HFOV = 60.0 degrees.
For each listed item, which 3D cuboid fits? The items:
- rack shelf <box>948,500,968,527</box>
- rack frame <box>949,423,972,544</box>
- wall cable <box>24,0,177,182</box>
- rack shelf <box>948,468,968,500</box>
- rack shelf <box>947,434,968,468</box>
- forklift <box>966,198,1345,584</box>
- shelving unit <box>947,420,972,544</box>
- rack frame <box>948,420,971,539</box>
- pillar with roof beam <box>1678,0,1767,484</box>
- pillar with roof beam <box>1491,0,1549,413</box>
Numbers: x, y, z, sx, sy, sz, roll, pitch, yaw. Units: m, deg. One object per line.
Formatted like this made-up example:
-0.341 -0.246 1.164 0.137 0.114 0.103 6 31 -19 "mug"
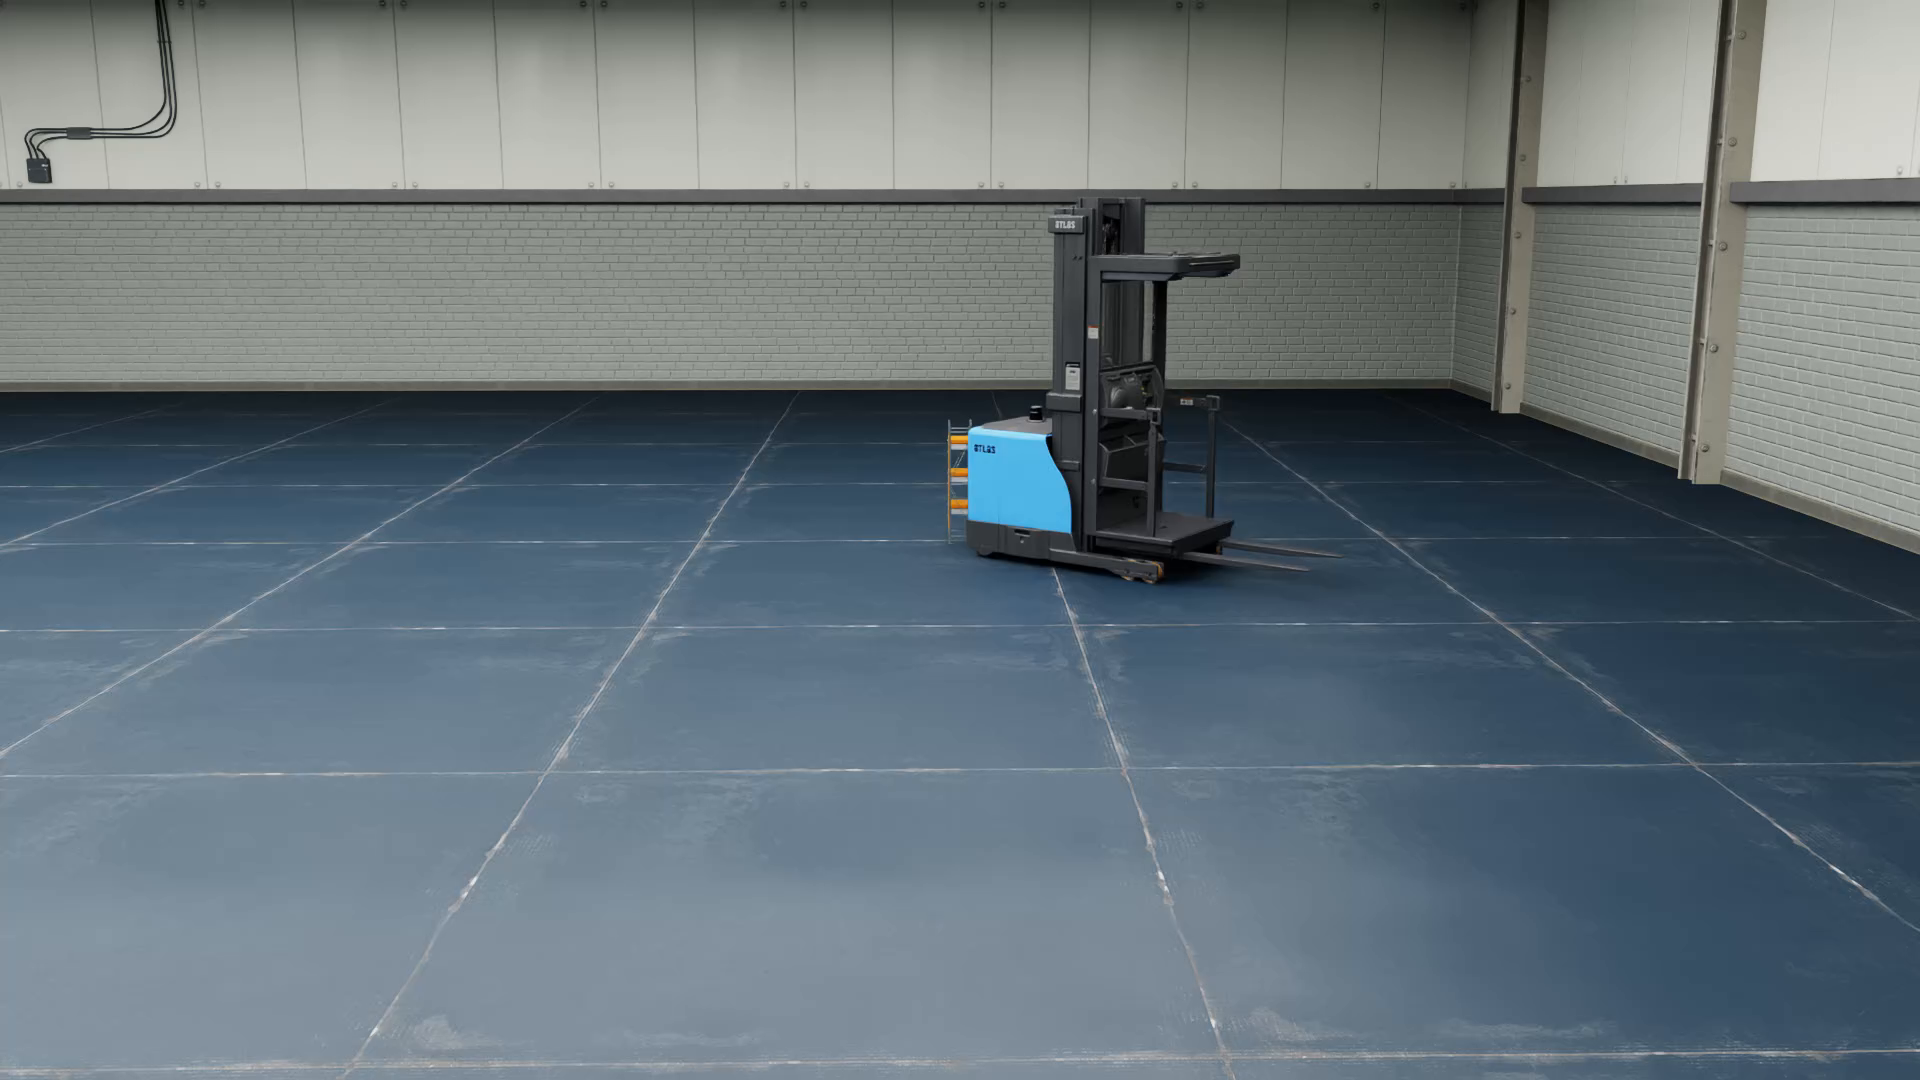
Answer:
0.001 -0.221 14.460 0.215 0.259 0.240 0 11 -1 "rack shelf"
0.004 -0.480 14.283 0.200 1.050 0.008 0 11 -1 "rack frame"
-13.011 -8.393 24.744 2.305 6.003 0.169 0 11 -1 "wall cable"
0.001 -0.494 14.404 0.215 0.259 0.240 0 11 -1 "rack shelf"
0.001 -0.772 14.348 0.215 0.259 0.240 0 11 -1 "rack shelf"
1.548 -1.218 13.193 3.031 2.935 1.130 8 14 35 "forklift"
0.001 -0.504 14.402 0.215 1.050 0.252 0 11 -1 "shelving unit"
-0.001 -0.528 14.522 0.200 1.050 0.008 0 11 -1 "rack frame"
3.549 -5.019 16.664 9.100 9.000 0.400 0 11 -1 "pillar with roof beam"
3.425 -6.211 22.543 9.100 9.000 0.400 0 11 -1 "pillar with roof beam"
